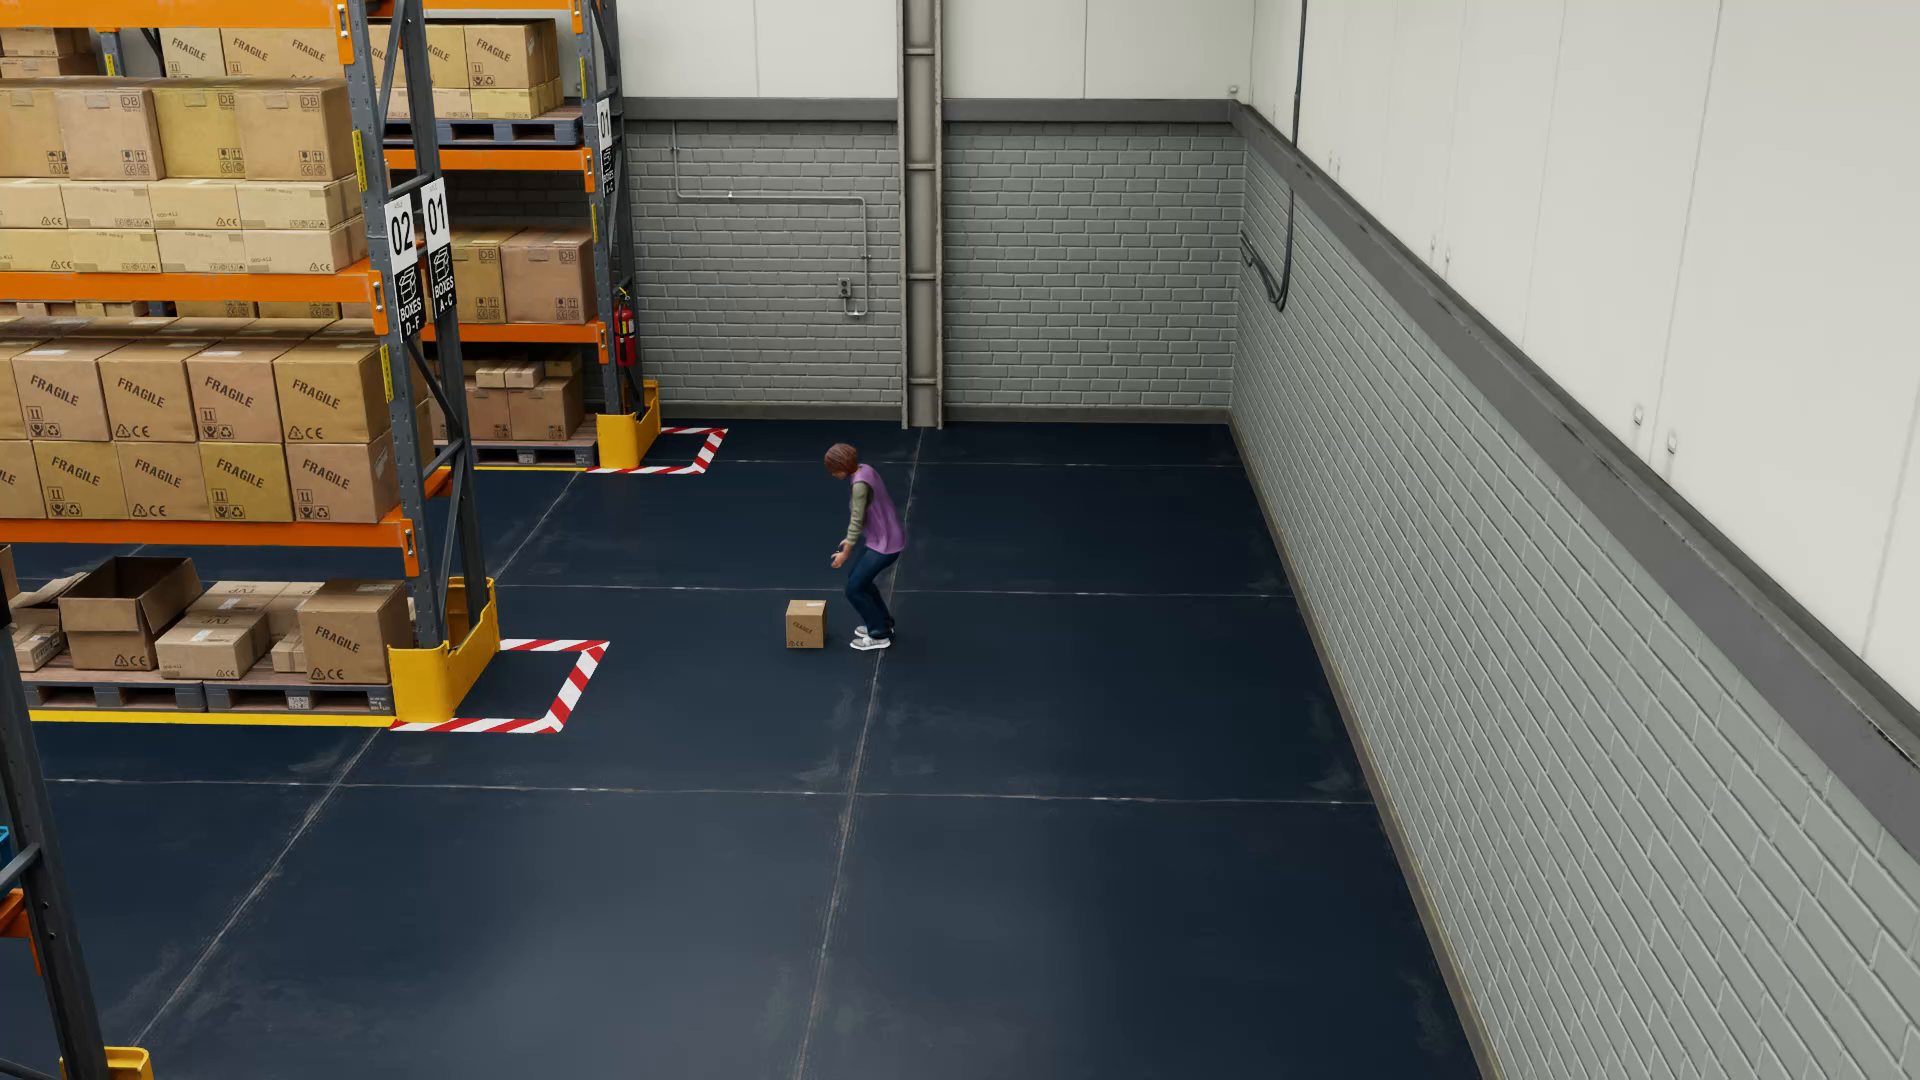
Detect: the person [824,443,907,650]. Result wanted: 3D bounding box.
[{"bbox_3d":[-0.628,0.044,11.209,0.540,1.444,0.454,1,21,2],"label":"person"}]
